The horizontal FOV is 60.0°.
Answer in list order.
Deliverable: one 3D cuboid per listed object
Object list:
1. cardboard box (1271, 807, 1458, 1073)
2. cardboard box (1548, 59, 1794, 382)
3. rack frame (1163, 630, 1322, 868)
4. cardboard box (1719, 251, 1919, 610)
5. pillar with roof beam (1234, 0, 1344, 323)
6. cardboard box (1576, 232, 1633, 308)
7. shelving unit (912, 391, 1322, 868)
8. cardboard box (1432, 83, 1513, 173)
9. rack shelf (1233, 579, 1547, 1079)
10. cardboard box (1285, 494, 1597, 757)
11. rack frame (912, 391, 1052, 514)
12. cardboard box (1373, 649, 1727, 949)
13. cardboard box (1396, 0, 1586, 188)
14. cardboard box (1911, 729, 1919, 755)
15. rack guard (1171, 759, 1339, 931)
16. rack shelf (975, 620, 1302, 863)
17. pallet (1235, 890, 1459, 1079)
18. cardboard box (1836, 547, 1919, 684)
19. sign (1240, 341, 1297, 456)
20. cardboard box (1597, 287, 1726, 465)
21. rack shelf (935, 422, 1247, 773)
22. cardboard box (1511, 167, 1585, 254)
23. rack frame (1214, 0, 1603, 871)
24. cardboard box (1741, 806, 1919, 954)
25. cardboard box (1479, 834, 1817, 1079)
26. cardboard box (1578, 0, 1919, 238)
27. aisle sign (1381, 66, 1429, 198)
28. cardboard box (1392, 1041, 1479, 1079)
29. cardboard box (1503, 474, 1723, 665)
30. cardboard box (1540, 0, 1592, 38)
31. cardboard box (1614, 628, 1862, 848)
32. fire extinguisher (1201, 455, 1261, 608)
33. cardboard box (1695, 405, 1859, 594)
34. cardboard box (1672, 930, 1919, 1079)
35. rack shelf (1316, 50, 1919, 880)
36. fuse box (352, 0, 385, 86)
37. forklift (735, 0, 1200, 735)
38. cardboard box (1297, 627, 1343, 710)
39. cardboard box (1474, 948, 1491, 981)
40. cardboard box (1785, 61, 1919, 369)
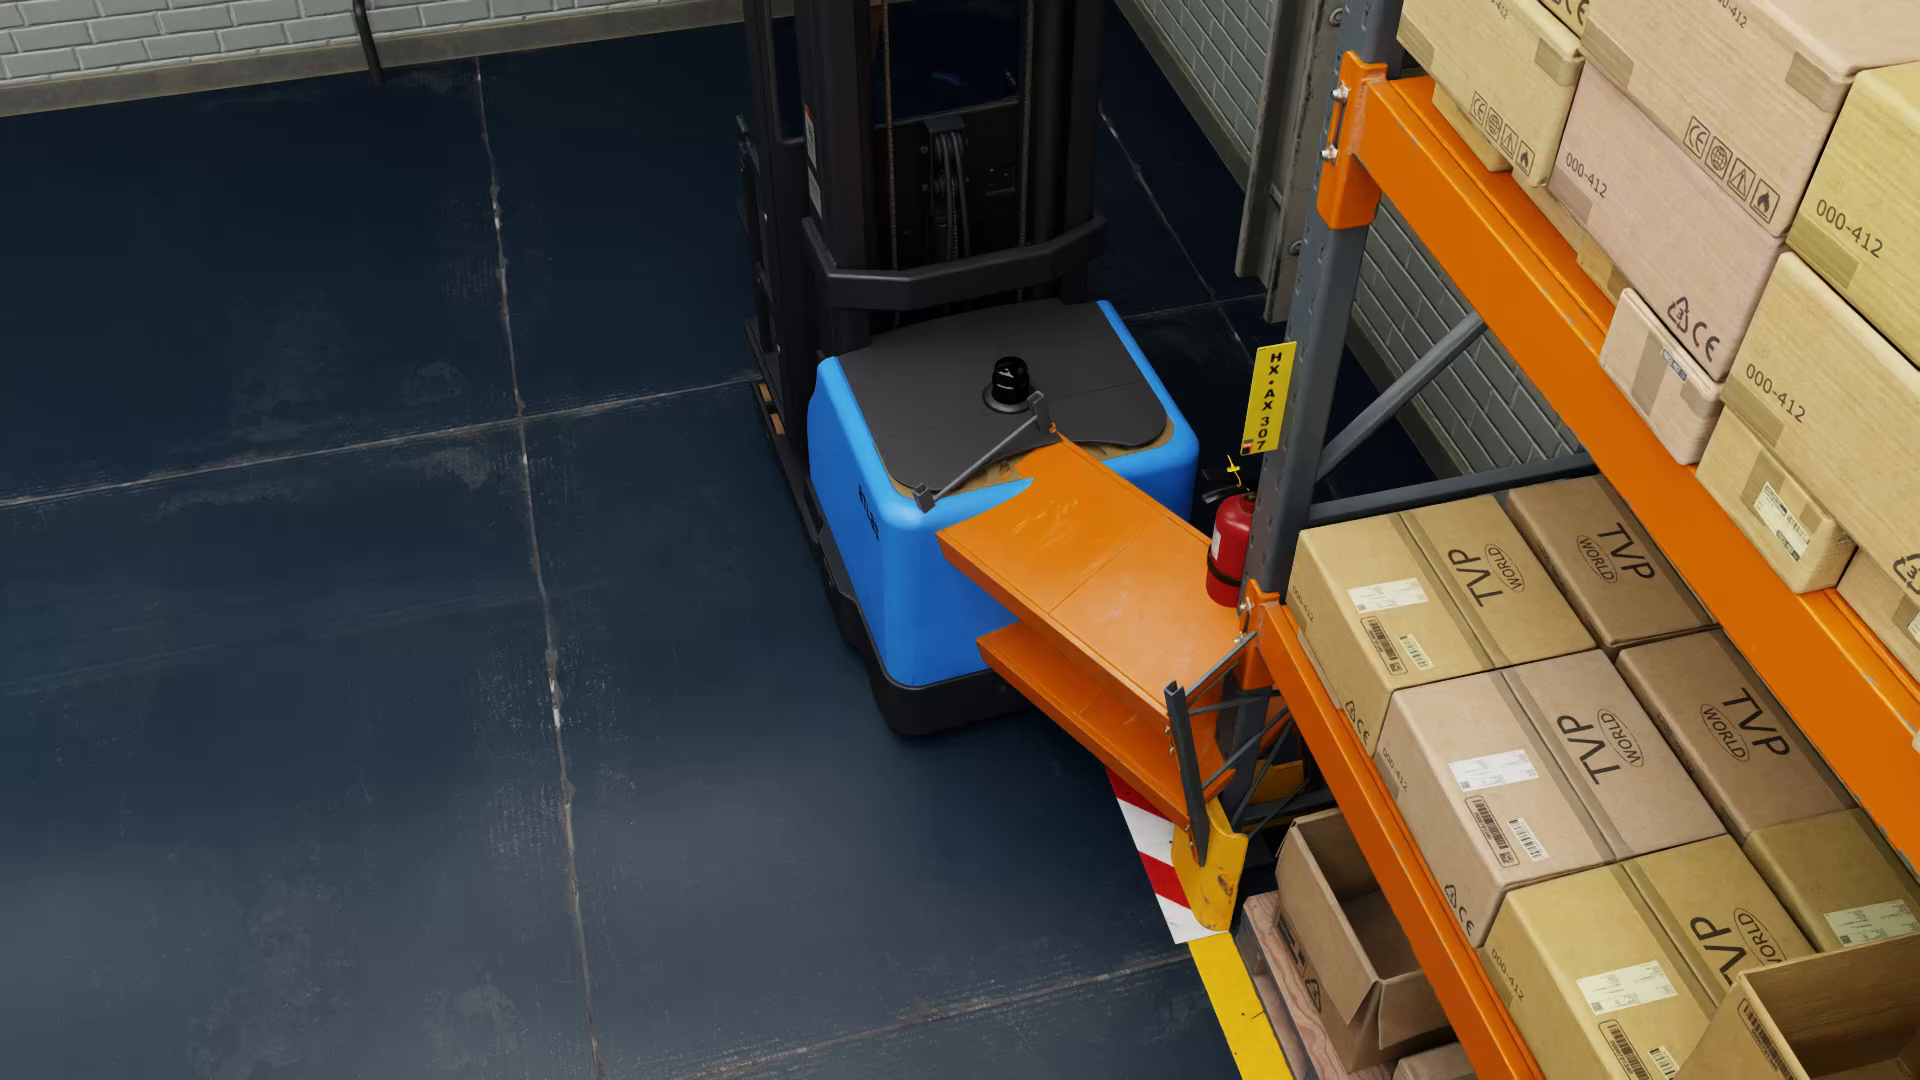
[{"bbox_3d":[1.308,1.045,4.580,0.797,0.503,0.637,-12,47,-12],"label":"cardboard box"},{"bbox_3d":[1.242,-0.520,2.456,0.500,0.250,0.500,-10,46,-10],"label":"cardboard box"},{"bbox_3d":[0.822,0.575,4.702,0.500,1.125,0.032,-39,53,-17],"label":"rack frame"},{"bbox_3d":[1.361,-0.164,2.107,0.500,0.250,0.500,-12,47,-12],"label":"cardboard box"},{"bbox_3d":[-2.738,-3.461,3.341,9.100,9.000,0.400,-11,47,-10],"label":"pillar with roof beam"},{"bbox_3d":[1.241,-0.465,2.681,0.380,0.149,0.250,-11,47,-10],"label":"cardboard box"},{"bbox_3d":[0.496,0.316,4.993,0.538,1.125,1.048,-39,53,-17],"label":"shelving unit"},{"bbox_3d":[1.099,-0.821,3.030,0.380,0.149,0.250,-10,46,-9],"label":"cardboard box"},{"bbox_3d":[1.755,1.511,3.173,1.077,0.370,4.000,-11,47,-10],"label":"rack shelf"},{"bbox_3d":[1.098,0.189,3.861,0.500,0.250,0.500,-10,47,-10],"label":"cardboard box"},{"bbox_3d":[0.170,0.058,5.285,0.500,1.125,0.032,-39,53,-17],"label":"rack frame"},{"bbox_3d":[1.228,0.537,3.520,0.500,0.250,0.500,-10,46,-10],"label":"cardboard box"},{"bbox_3d":[1.092,-0.867,2.796,0.500,0.250,0.500,-11,47,-11],"label":"cardboard box"},{"bbox_3d":[1.398,0.255,1.976,0.380,0.149,0.250,-11,47,-10],"label":"cardboard box"},{"bbox_3d":[1.262,0.806,5.111,1.175,0.500,0.348,-11,47,-10],"label":"rack guard"},{"bbox_3d":[0.545,0.465,5.181,0.538,0.278,1.000,-39,53,-17],"label":"rack shelf"},{"bbox_3d":[1.467,1.457,4.675,1.003,0.211,1.213,-11,47,-10],"label":"pallet"},{"bbox_3d":[1.402,0.065,2.162,0.380,0.149,0.250,-11,47,-11],"label":"cardboard box"},{"bbox_3d":[0.718,-0.326,3.863,0.100,0.325,0.005,-11,47,-10],"label":"sign"},{"bbox_3d":[1.205,-0.274,2.494,0.380,0.149,0.250,-10,46,-9],"label":"cardboard box"},{"bbox_3d":[0.437,0.138,4.769,0.538,0.278,1.000,-39,53,-17],"label":"rack shelf"},{"bbox_3d":[1.192,-0.645,2.858,0.380,0.149,0.250,-10,46,-10],"label":"cardboard box"},{"bbox_3d":[1.243,-0.122,4.269,1.000,3.000,0.127,-11,47,-10],"label":"rack frame"},{"bbox_3d":[1.870,0.795,3.268,0.500,0.250,0.500,-9,46,-9],"label":"cardboard box"},{"bbox_3d":[1.361,0.886,3.178,0.500,0.250,0.500,-12,47,-11],"label":"cardboard box"},{"bbox_3d":[1.225,-0.691,2.274,0.500,0.250,0.500,-11,47,-11],"label":"cardboard box"},{"bbox_3d":[0.941,-1.025,3.334,0.394,0.787,0.004,-11,47,-10],"label":"aisle sign"},{"bbox_3d":[1.379,1.469,4.412,0.380,0.149,0.250,-12,47,-12],"label":"cardboard box"},{"bbox_3d":[1.617,0.096,3.953,0.500,0.250,0.500,-9,46,-9],"label":"cardboard box"},{"bbox_3d":[1.113,-1.046,2.621,0.500,0.250,0.500,-11,47,-11],"label":"cardboard box"},{"bbox_3d":[1.748,0.452,3.604,0.500,0.250,0.500,-11,47,-10],"label":"cardboard box"},{"bbox_3d":[0.758,0.019,4.447,0.296,0.674,0.183,-11,47,-10],"label":"fire extinguisher"},{"bbox_3d":[1.279,-0.094,2.318,0.380,0.149,0.250,-11,47,-10],"label":"cardboard box"},{"bbox_3d":[1.483,0.962,2.579,0.500,0.500,0.500,-10,46,-9],"label":"cardboard box"},{"bbox_3d":[1.755,0.461,2.102,1.077,0.370,4.000,-11,47,-10],"label":"rack shelf"},{"bbox_3d":[-2.953,-2.933,7.926,0.539,1.711,0.414,-11,47,-10],"label":"fuse box"},{"bbox_3d":[-0.199,-1.451,5.620,1.130,2.935,3.031,-13,47,-13],"label":"forklift"},{"bbox_3d":[1.061,0.243,4.087,0.380,0.149,0.250,-11,47,-11],"label":"cardboard box"},{"bbox_3d":[1.278,0.771,3.570,0.380,0.149,0.250,-9,46,-9],"label":"cardboard box"},{"bbox_3d":[1.367,-0.347,1.936,0.500,0.250,0.500,-11,47,-11],"label":"cardboard box"}]
